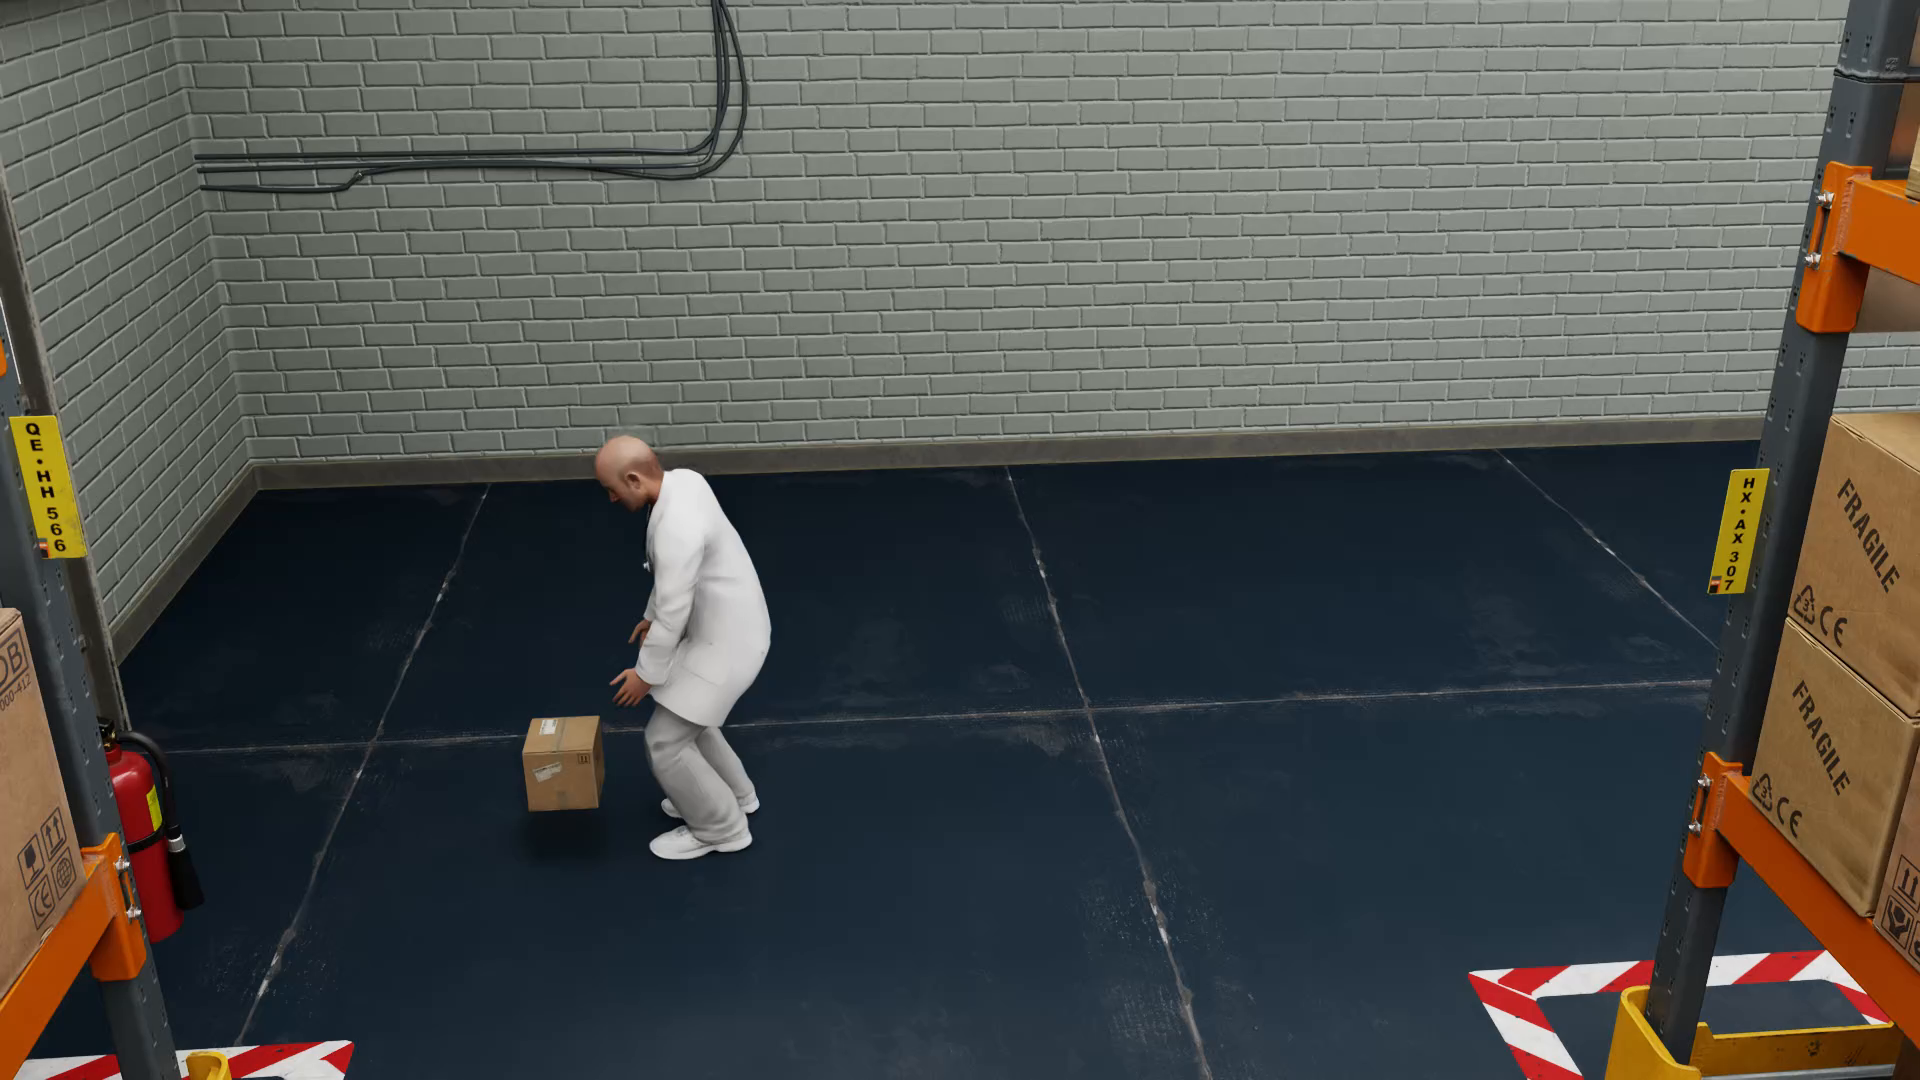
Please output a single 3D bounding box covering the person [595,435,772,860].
[{"bbox_3d":[-0.960,0.379,5.962,0.564,1.612,0.620,-2,23,-4],"label":"person"}]
